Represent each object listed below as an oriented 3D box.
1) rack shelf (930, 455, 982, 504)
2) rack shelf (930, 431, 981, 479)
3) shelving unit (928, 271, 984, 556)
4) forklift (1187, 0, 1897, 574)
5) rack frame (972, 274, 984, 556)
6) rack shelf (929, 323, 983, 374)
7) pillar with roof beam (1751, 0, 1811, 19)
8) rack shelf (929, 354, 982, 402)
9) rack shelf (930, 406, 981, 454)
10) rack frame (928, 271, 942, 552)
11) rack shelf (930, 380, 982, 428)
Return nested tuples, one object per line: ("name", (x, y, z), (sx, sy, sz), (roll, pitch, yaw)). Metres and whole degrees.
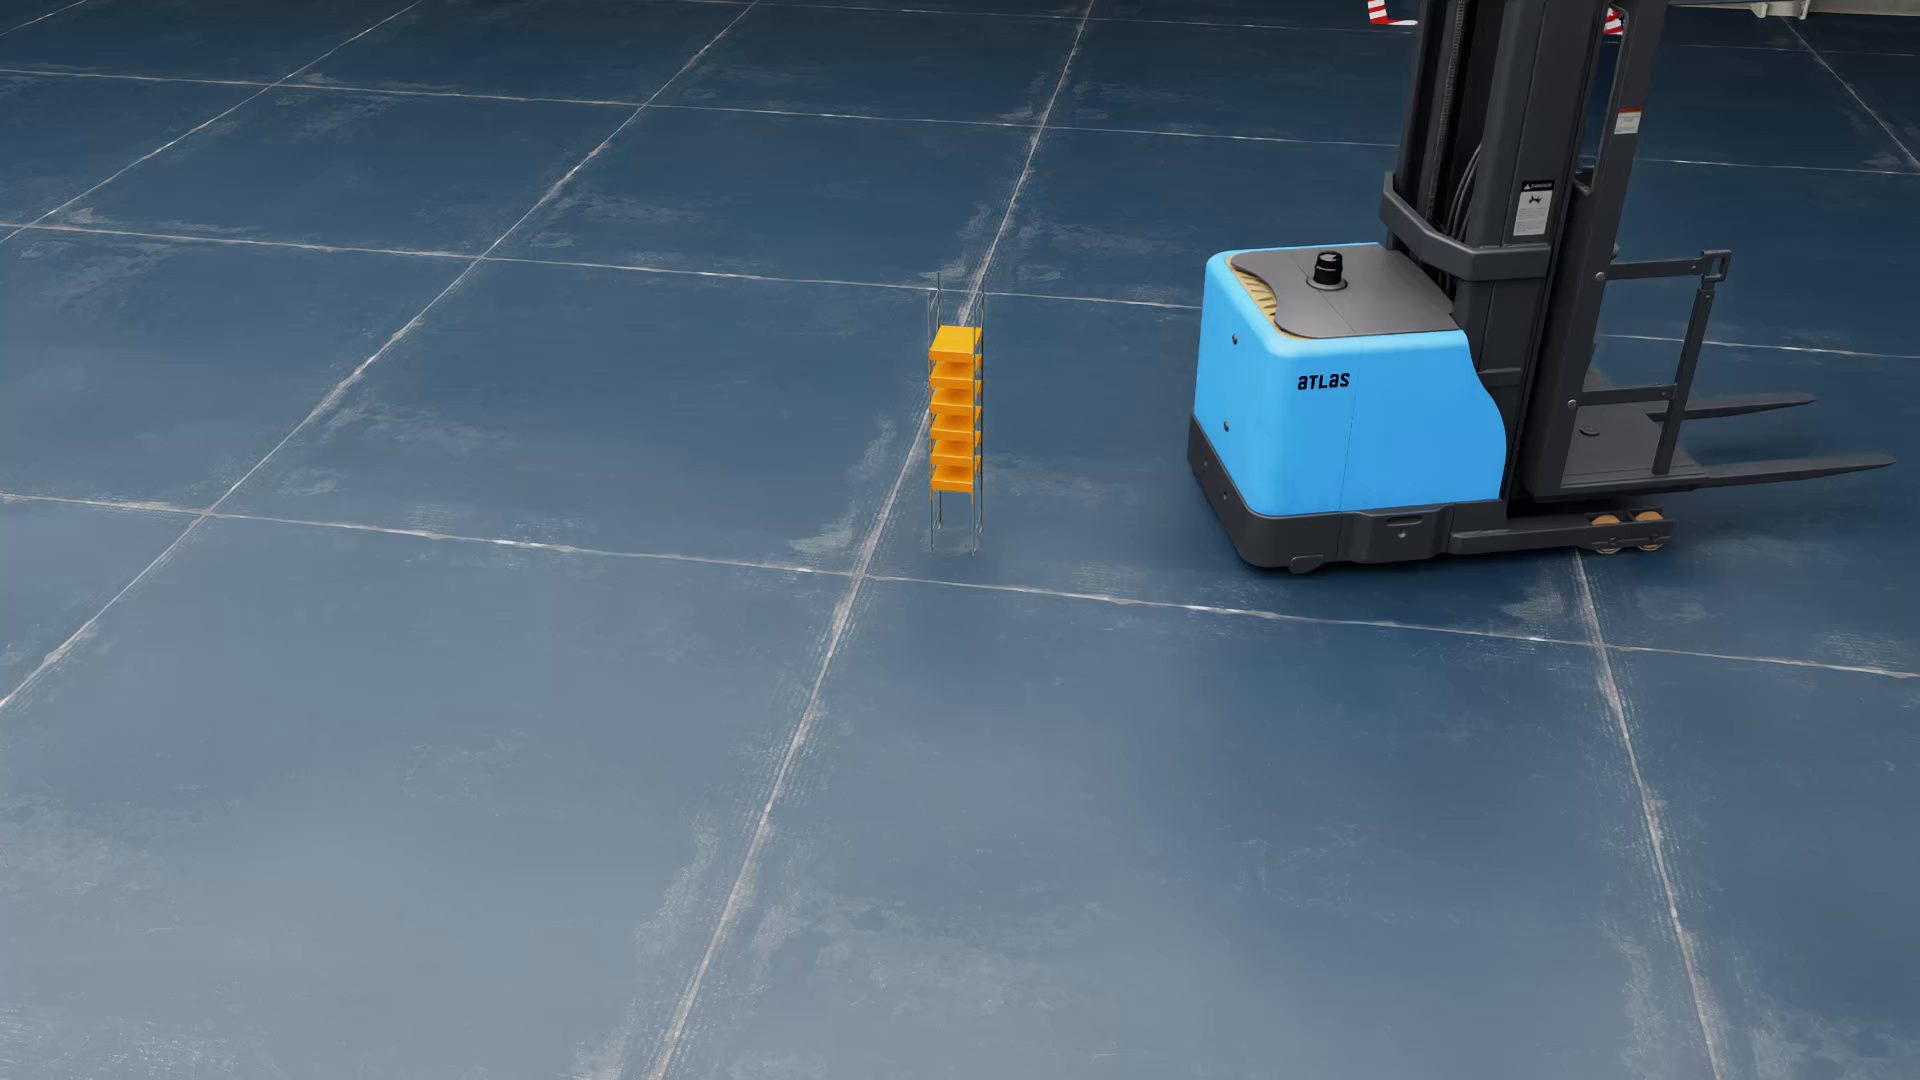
("rack shelf", (-0.014, -0.269, 7.085), (0.180, 0.103, 0.258), (5, 32, 8))
("rack shelf", (-0.014, -0.370, 7.021), (0.180, 0.103, 0.258), (5, 32, 8))
("shelving unit", (-0.014, -0.510, 6.934), (0.189, 1.200, 0.258), (5, 32, 8))
("forklift", (2.617, -1.455, 6.812), (3.031, 2.935, 1.130), (-5, 32, -7))
("rack frame", (0.076, -0.502, 6.921), (0.006, 1.200, 0.240), (5, 32, 8))
("rack shelf", (-0.014, -0.777, 6.766), (0.180, 0.103, 0.258), (5, 32, 8))
("pillar with roof beam", (6.490, -6.204, 8.681), (0.400, 9.000, 9.100), (5, 32, 8))
("rack shelf", (-0.014, -0.676, 6.830), (0.180, 0.103, 0.258), (5, 32, 8))
("rack shelf", (-0.014, -0.472, 6.957), (0.180, 0.103, 0.258), (5, 32, 8))
("rack frame", (-0.104, -0.518, 6.947), (0.006, 1.200, 0.240), (5, 32, 8))
("rack shelf", (-0.014, -0.574, 6.894), (0.180, 0.103, 0.258), (5, 32, 8))
